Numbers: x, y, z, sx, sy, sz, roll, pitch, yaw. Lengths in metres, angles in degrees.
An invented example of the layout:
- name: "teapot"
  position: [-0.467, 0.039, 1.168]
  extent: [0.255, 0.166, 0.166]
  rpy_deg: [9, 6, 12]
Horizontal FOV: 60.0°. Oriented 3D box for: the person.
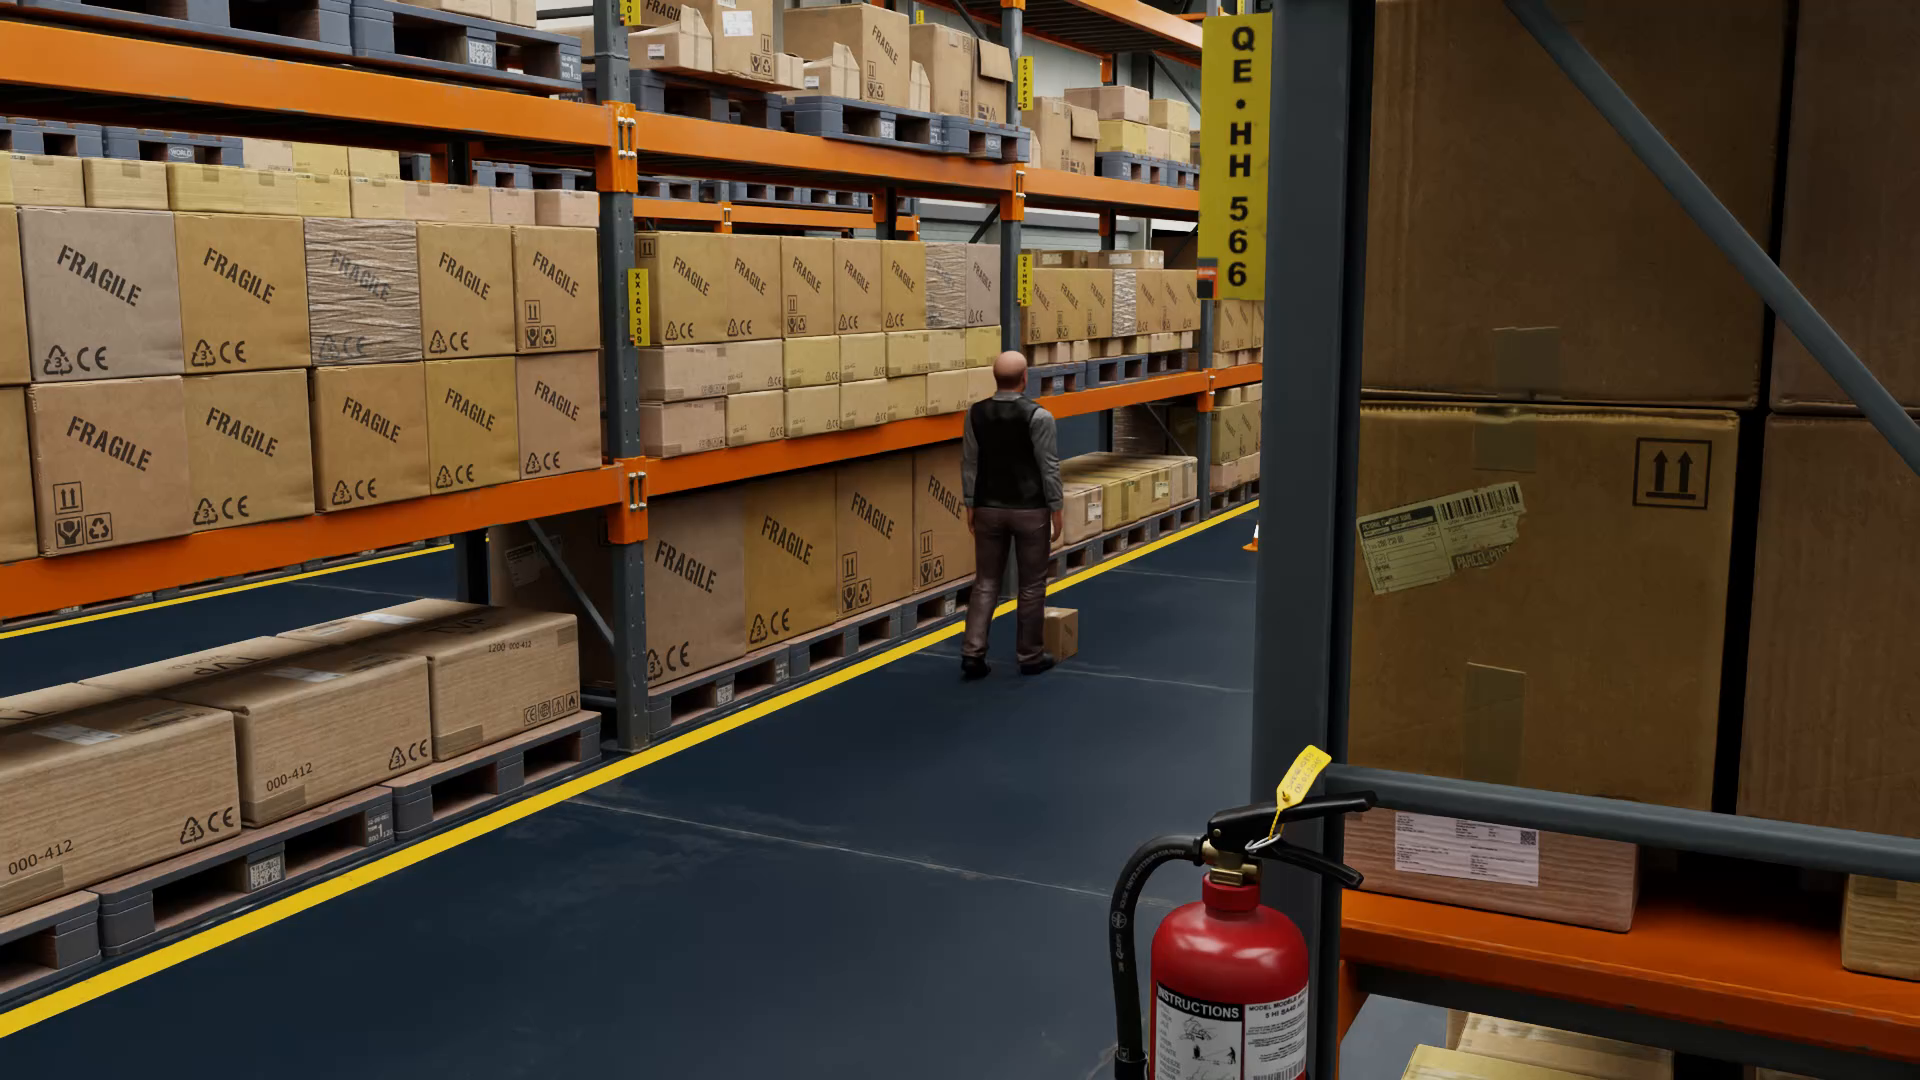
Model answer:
- name: "person"
  position: [0.288, -0.123, 8.796]
  extent: [0.556, 1.750, 0.561]
  rpy_deg: [4, 10, 26]
